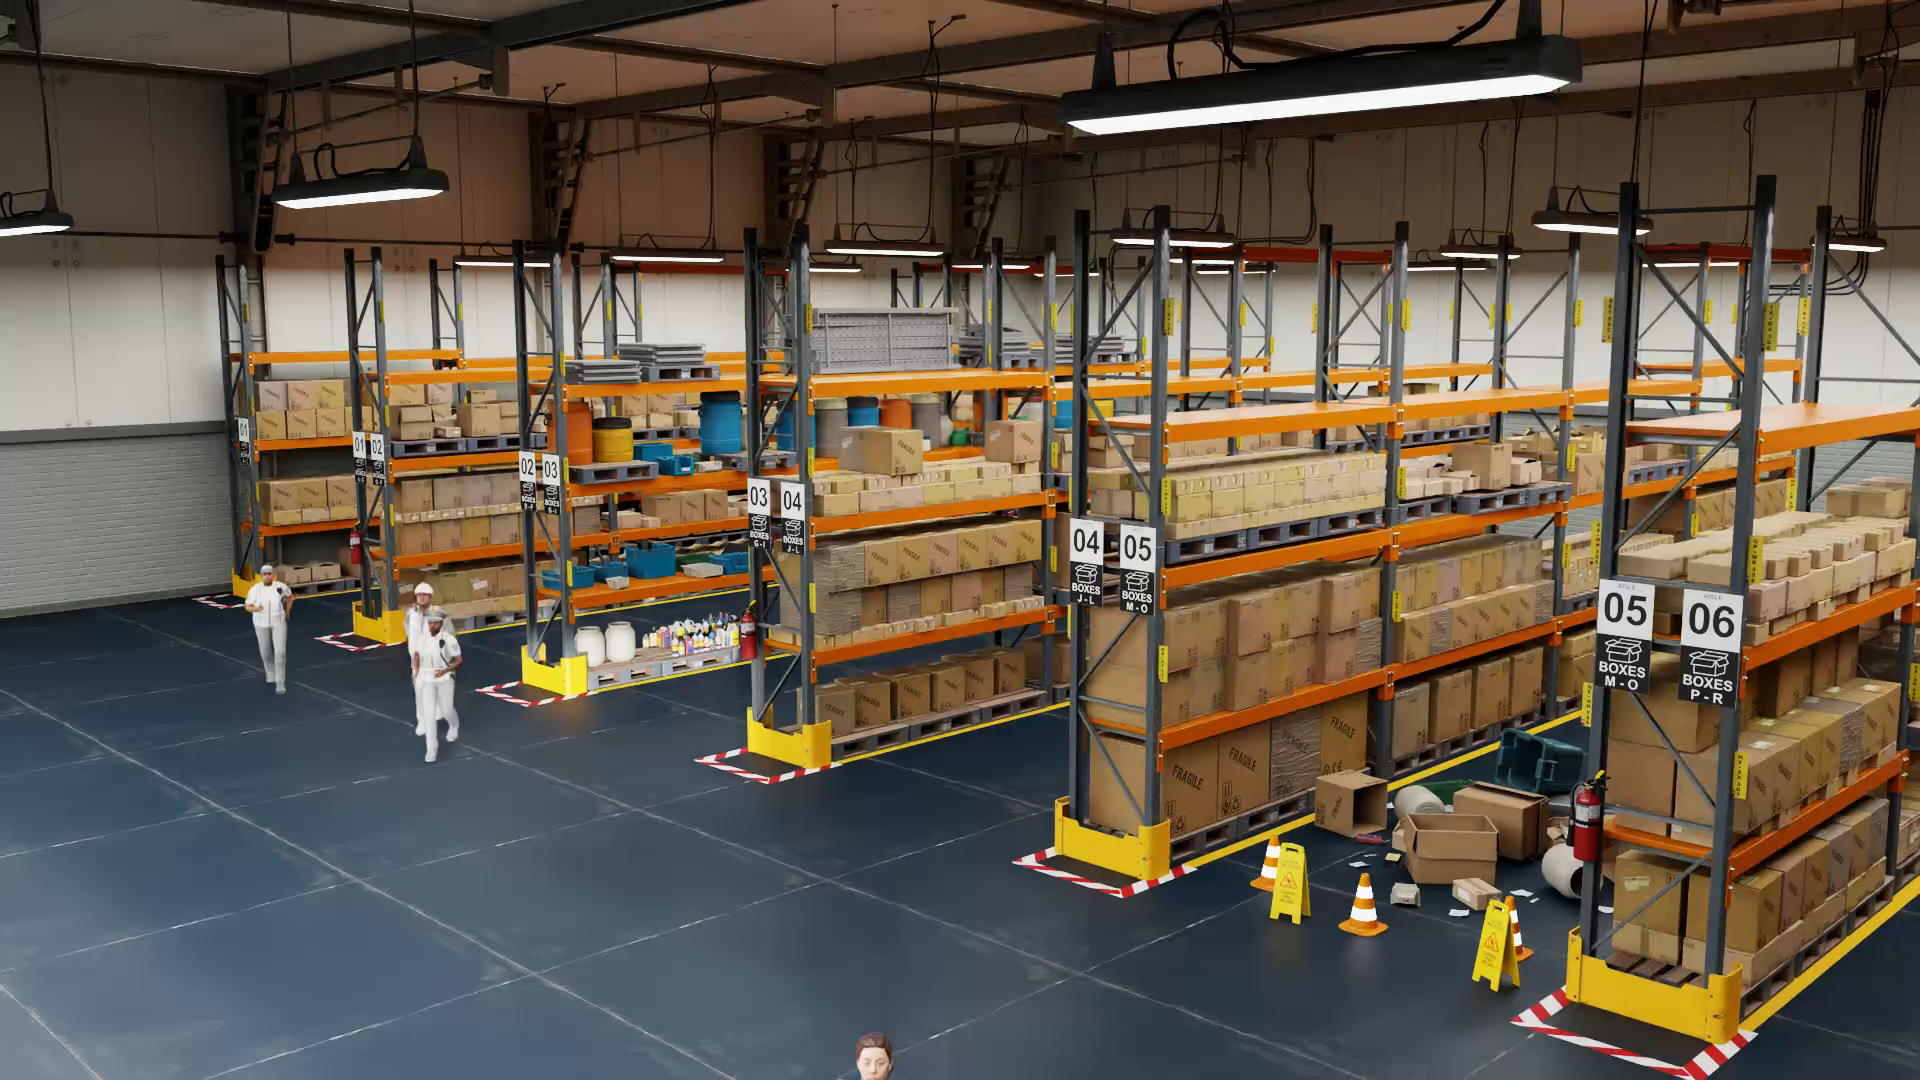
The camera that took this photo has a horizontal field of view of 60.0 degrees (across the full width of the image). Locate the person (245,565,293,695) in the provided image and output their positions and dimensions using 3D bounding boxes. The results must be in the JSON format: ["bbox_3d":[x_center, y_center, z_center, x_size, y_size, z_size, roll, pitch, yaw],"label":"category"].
[{"bbox_3d":[-9.272,1.176,22.333,0.579,1.681,0.838,-3,9,-20],"label":"person"}]

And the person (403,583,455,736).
[{"bbox_3d":[-6.467,1.408,20.266,0.649,1.802,0.804,-1,8,-7],"label":"person"}]

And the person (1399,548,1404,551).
[{"bbox_3d":[6.548,0.887,24.848,0.533,1.549,0.563,7,11,42],"label":"person"}]

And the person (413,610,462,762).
[{"bbox_3d":[-6.022,1.622,19.139,0.578,1.687,0.906,0,8,-3],"label":"person"}]

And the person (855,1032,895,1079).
[{"bbox_3d":[-0.422,3.206,8.146,0.576,1.643,0.896,0,8,0],"label":"person"}]
